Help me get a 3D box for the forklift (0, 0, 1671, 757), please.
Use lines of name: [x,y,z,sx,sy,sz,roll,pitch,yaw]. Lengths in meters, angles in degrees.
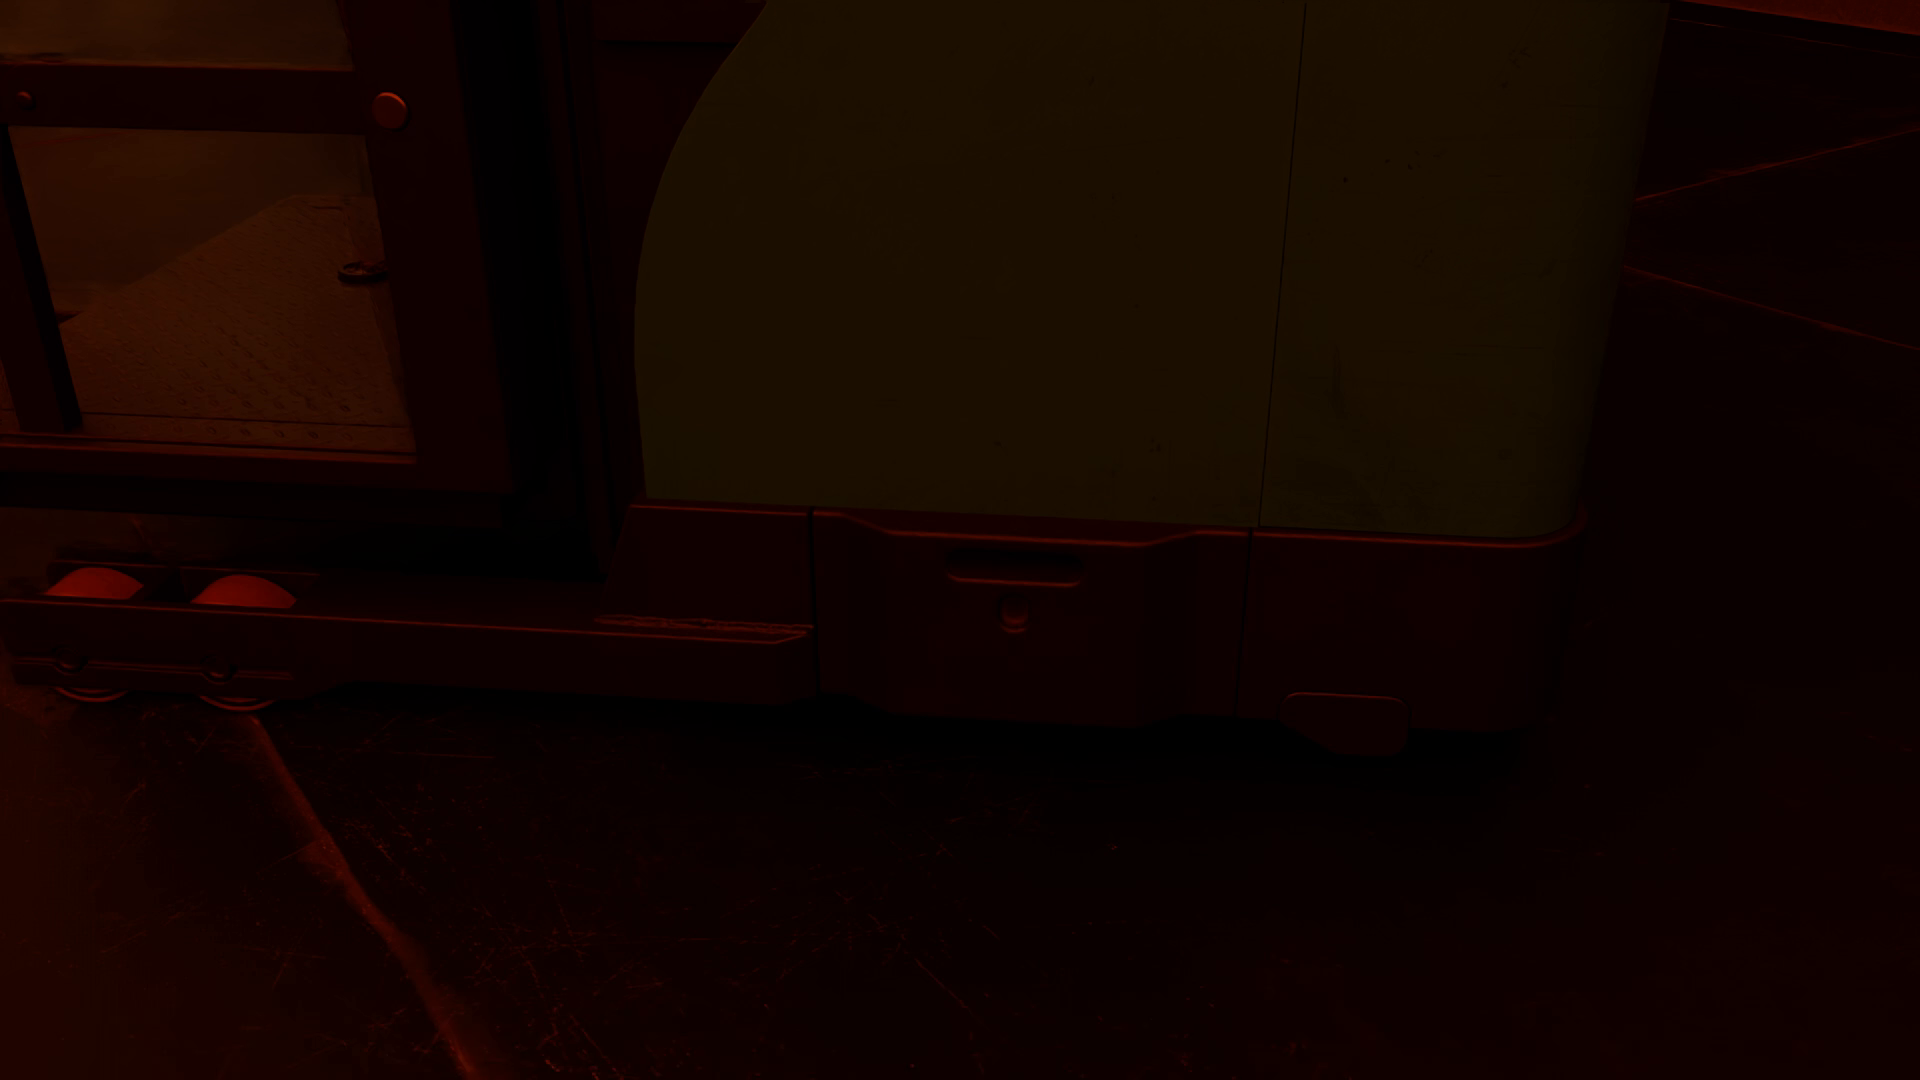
forklift: [-0.753,-1.328,1.879,3.031,2.935,1.130,3,27,6]
